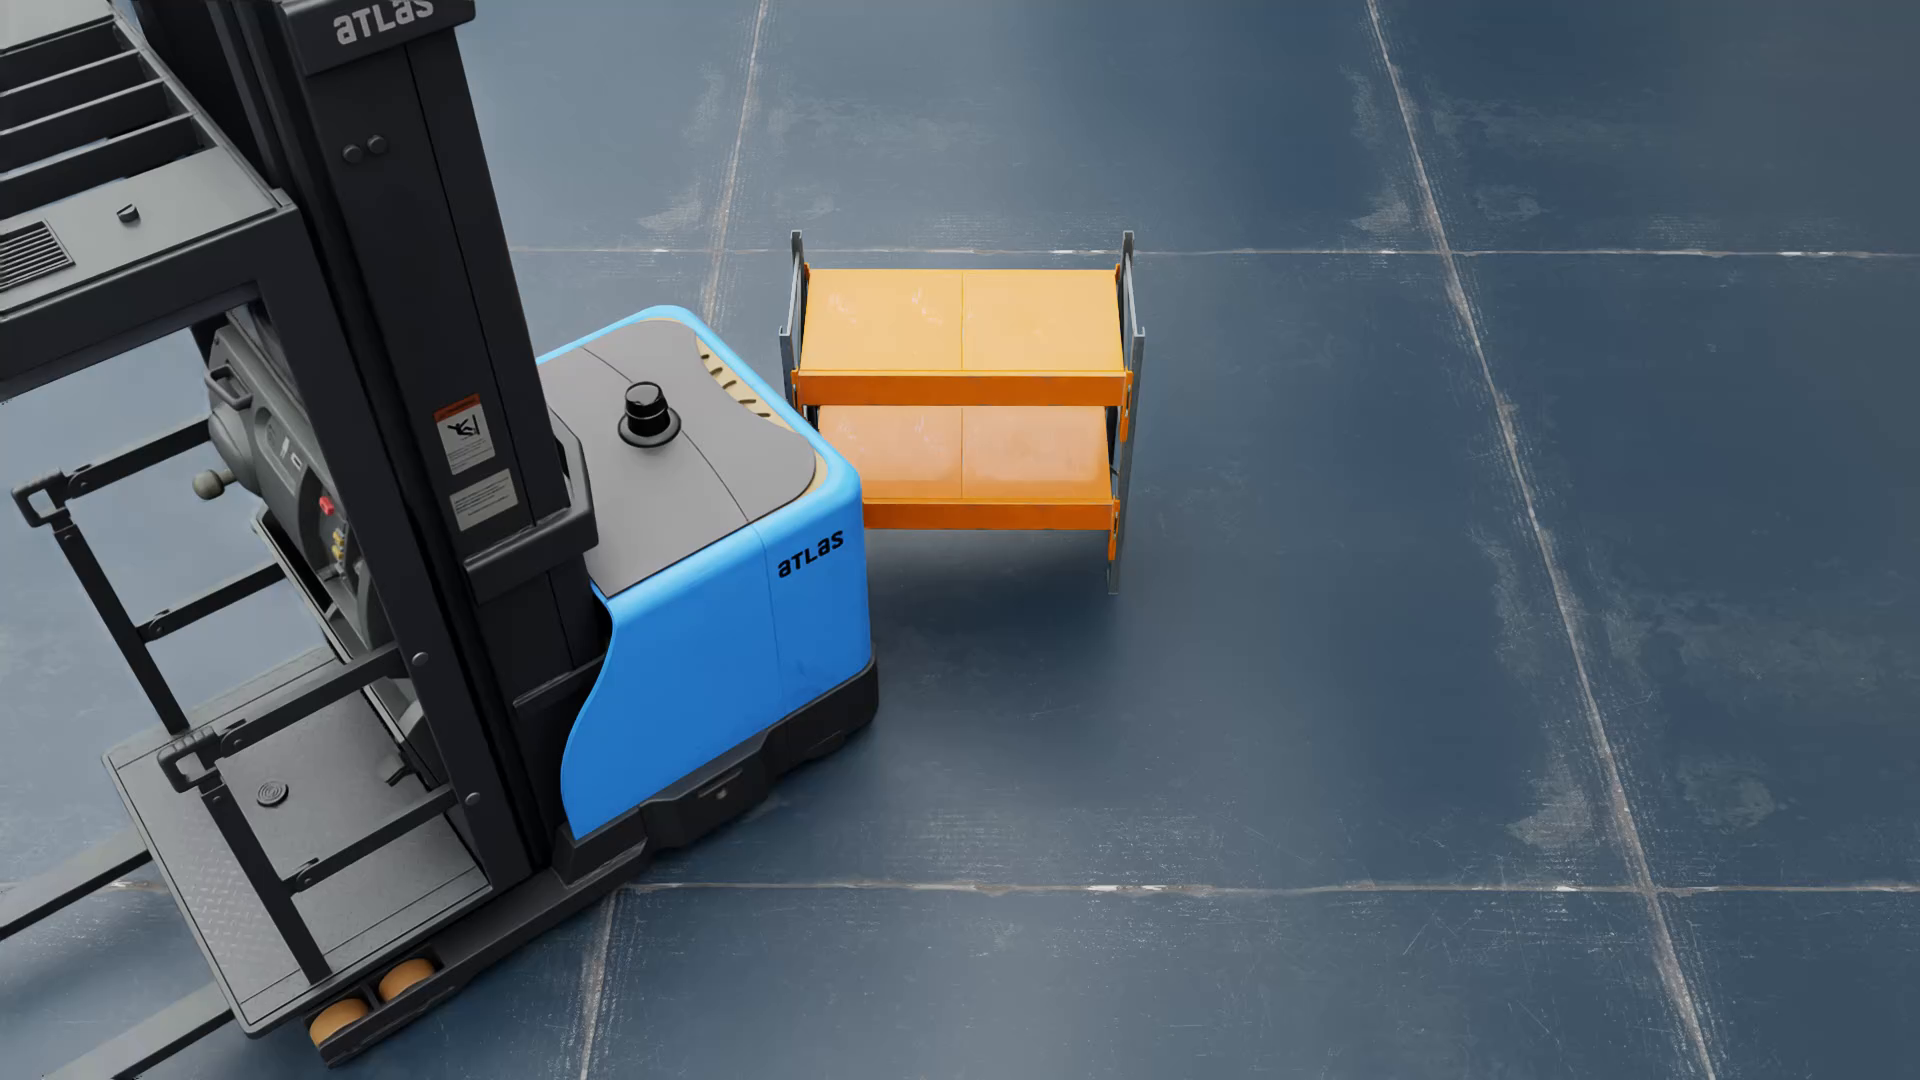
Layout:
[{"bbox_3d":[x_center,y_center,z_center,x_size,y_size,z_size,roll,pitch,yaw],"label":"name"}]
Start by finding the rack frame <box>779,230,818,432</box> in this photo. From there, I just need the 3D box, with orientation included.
[{"bbox_3d":[-0.502,-0.385,5.340,0.032,1.125,0.500,0,47,0],"label":"rack frame"}]

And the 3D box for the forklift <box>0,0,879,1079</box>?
[{"bbox_3d":[-1.725,-0.052,3.796,3.031,2.935,1.130,-30,54,-25],"label":"forklift"}]

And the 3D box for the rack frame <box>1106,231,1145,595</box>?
[{"bbox_3d":[0.515,-0.382,5.337,0.032,1.125,0.500,0,47,0],"label":"rack frame"}]

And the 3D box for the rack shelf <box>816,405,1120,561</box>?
[{"bbox_3d":[0.007,-0.217,5.517,1.000,0.278,0.538,0,47,0],"label":"rack shelf"}]

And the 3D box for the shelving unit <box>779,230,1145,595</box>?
[{"bbox_3d":[0.007,-0.383,5.338,1.048,1.125,0.538,0,47,0],"label":"shelving unit"}]

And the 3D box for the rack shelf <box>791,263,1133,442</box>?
[{"bbox_3d":[0.007,-0.583,5.124,1.000,0.278,0.538,0,47,0],"label":"rack shelf"}]
